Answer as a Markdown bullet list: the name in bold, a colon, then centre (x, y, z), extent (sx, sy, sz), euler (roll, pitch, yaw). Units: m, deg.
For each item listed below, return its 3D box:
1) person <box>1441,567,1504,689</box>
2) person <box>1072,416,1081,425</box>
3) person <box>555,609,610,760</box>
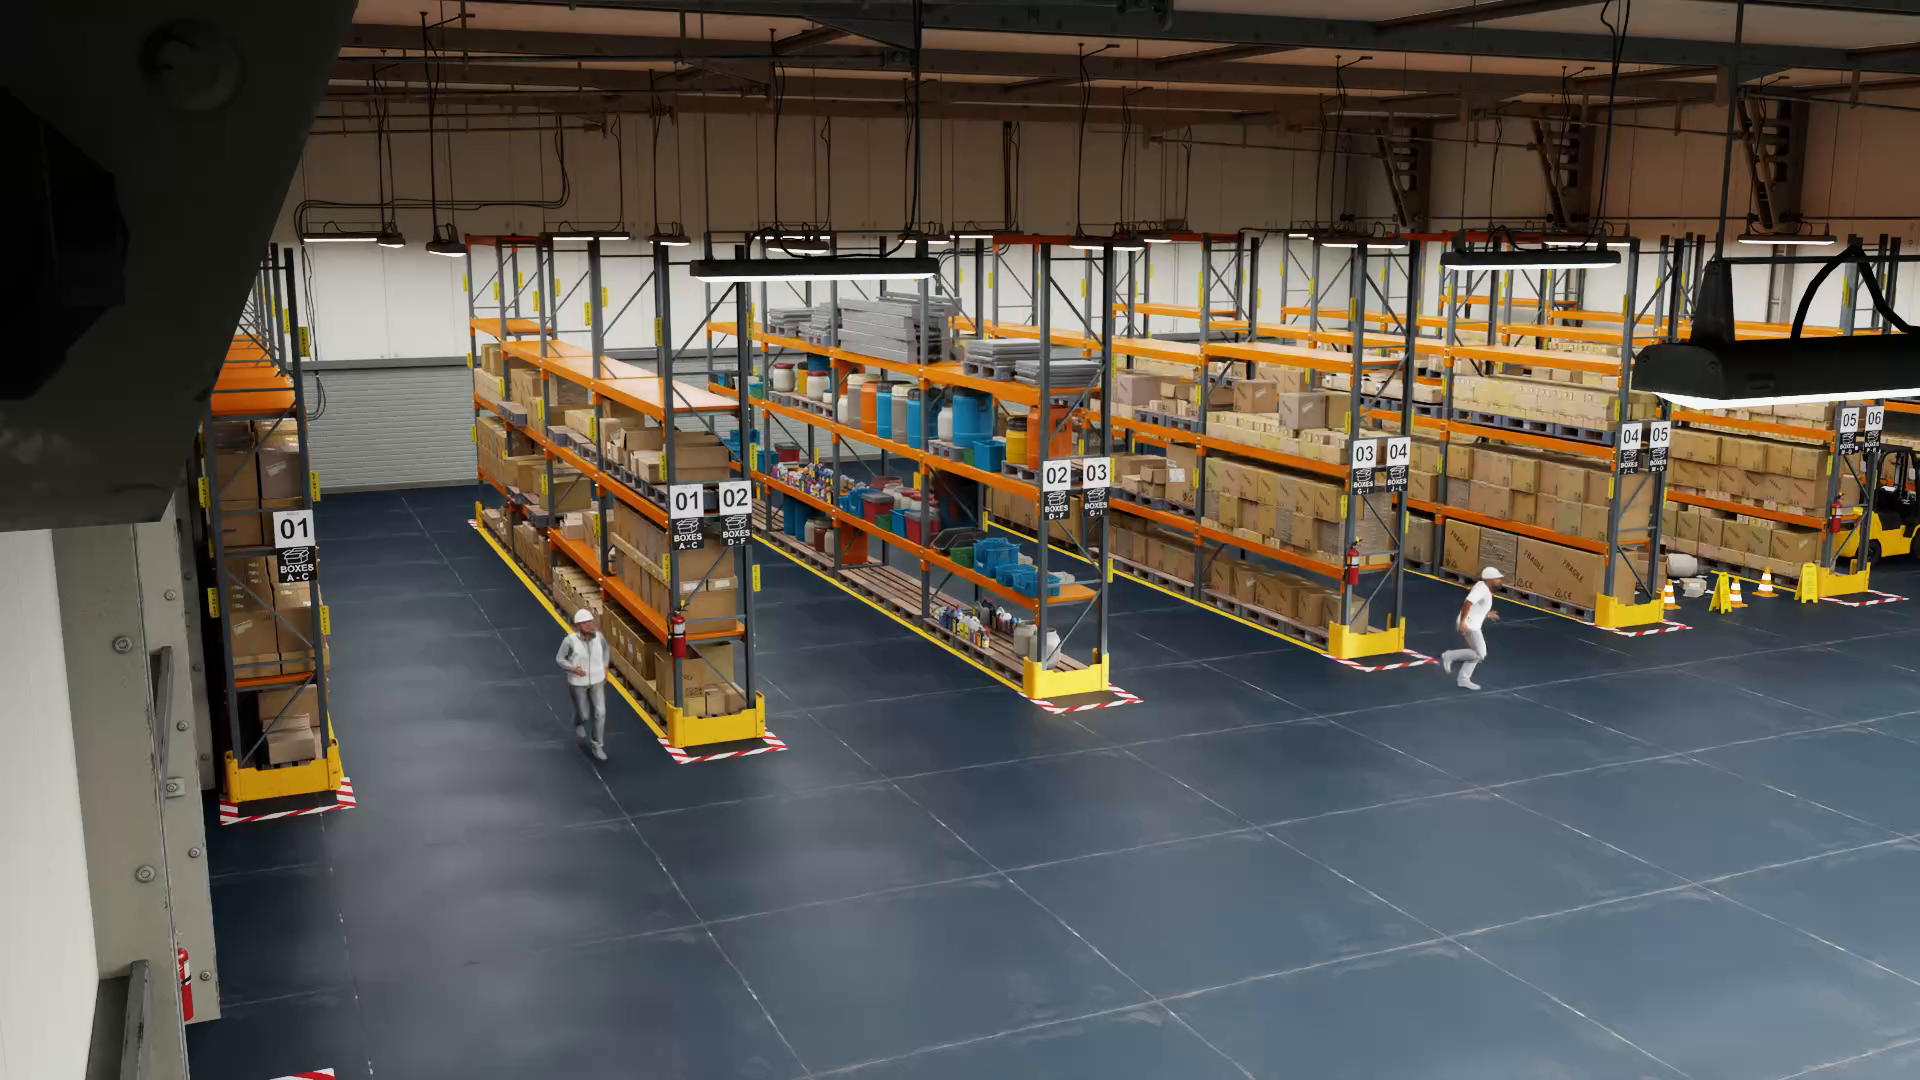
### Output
- **person**: centre (6.967, 1.191, 22.648), extent (0.760, 1.687, 0.691), euler (2, 11, 12)
- **person**: centre (2.854, -2.383, 41.301), extent (0.608, 1.606, 0.593), euler (-7, 13, -32)
- **person**: centre (-4.473, 1.688, 19.879), extent (0.697, 1.774, 0.833), euler (-6, 12, -28)
